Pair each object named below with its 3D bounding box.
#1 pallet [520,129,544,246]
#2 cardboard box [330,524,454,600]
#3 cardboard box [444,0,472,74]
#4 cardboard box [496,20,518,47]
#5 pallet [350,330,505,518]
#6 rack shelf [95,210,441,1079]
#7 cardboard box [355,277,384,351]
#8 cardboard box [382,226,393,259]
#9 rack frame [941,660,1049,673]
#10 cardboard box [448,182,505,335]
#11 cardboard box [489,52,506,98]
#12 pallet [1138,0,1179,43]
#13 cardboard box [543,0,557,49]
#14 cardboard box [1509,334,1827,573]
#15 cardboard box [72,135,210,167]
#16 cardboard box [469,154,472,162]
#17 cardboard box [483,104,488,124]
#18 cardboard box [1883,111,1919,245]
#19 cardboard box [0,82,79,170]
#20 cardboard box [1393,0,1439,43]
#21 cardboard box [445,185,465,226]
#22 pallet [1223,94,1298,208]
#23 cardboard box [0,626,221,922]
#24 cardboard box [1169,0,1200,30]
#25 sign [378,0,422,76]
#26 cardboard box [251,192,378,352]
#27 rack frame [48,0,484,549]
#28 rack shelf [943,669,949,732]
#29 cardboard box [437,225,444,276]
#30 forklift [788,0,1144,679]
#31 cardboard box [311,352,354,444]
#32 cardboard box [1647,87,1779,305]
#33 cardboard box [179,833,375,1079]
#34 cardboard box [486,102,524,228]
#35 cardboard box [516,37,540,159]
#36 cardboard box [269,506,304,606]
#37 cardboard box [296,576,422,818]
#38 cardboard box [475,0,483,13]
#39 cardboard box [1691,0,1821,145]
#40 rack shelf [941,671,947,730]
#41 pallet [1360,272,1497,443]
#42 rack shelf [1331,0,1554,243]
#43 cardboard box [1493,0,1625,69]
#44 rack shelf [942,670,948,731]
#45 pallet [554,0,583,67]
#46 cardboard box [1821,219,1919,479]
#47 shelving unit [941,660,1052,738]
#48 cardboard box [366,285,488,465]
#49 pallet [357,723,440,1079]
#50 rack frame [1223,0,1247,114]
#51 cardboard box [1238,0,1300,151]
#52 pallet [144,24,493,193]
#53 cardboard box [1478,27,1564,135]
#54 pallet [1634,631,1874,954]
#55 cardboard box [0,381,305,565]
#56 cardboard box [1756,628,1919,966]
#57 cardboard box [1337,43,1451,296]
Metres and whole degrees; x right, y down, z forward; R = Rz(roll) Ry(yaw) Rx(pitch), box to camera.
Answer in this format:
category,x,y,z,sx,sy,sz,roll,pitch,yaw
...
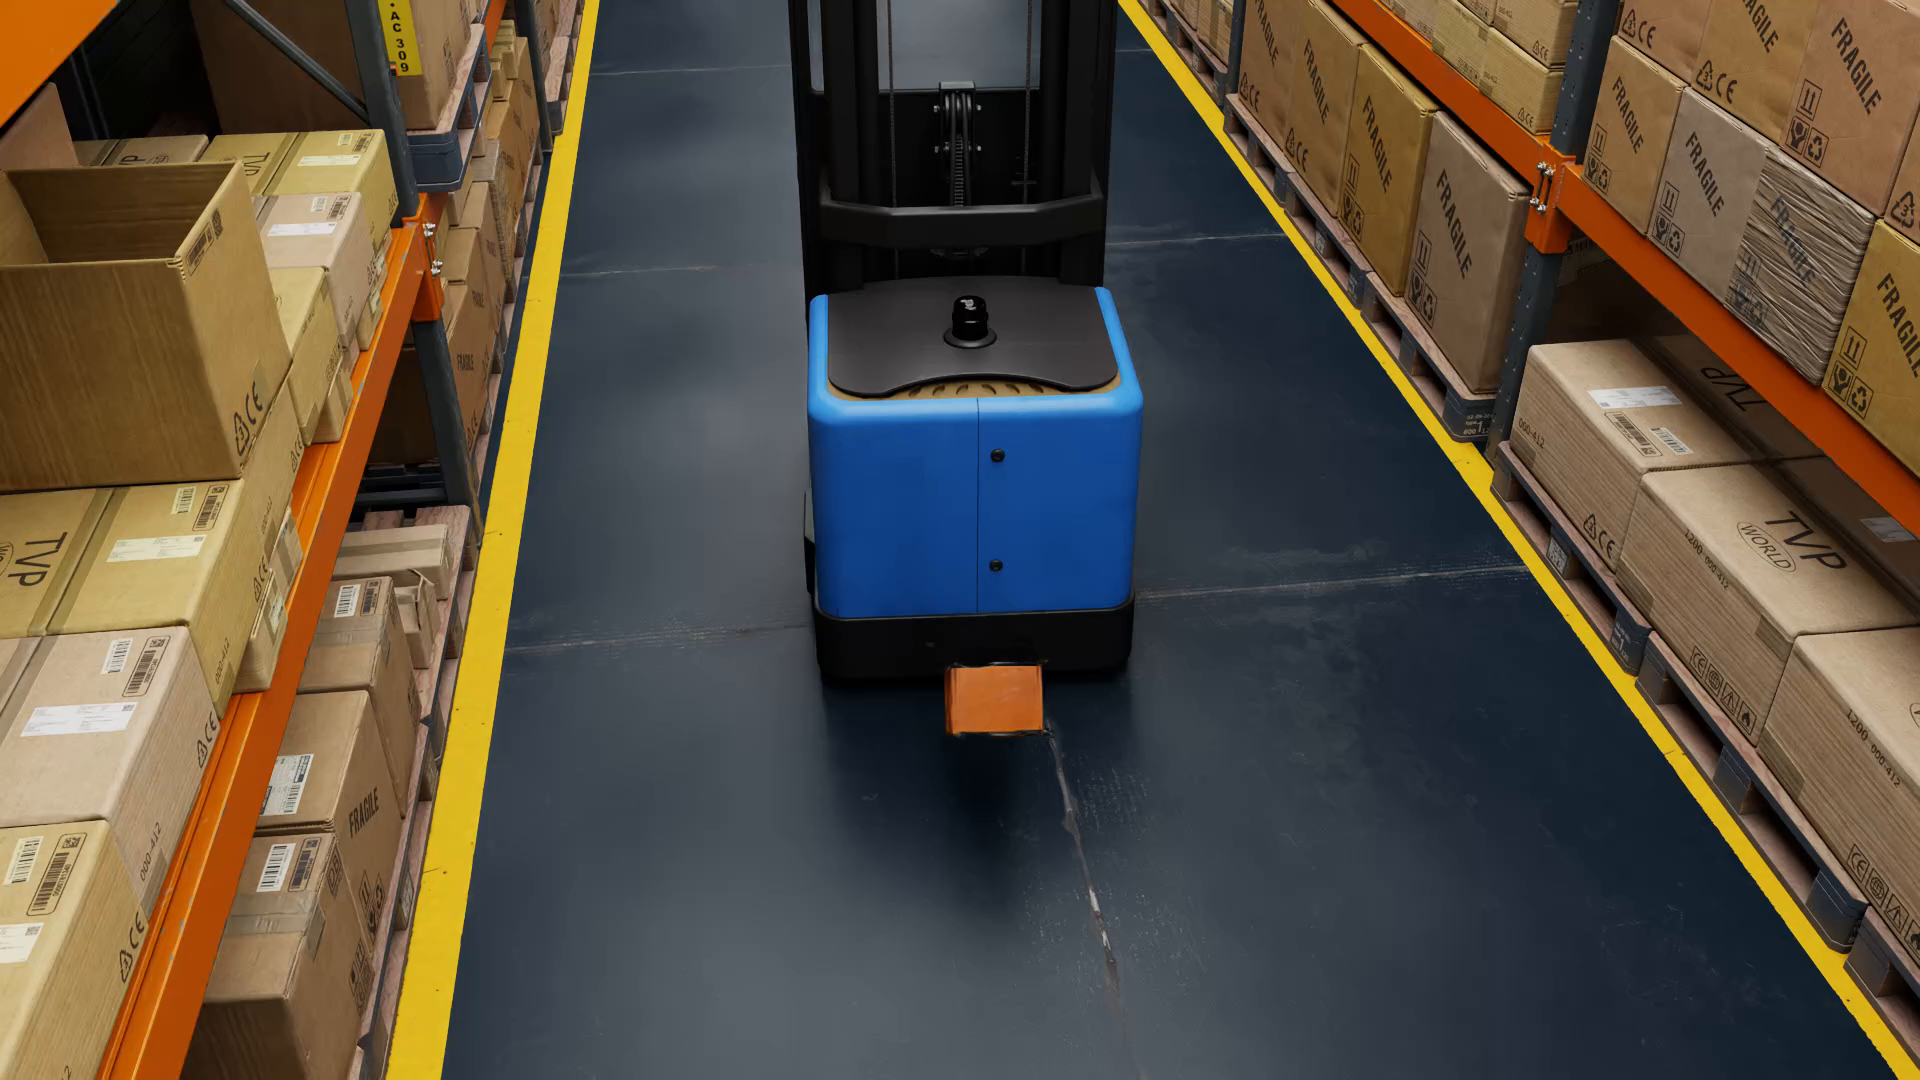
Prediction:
category,x,y,z,sx,sy,sz,roll,pitch,yaw
pallet,-2.766,-1.865,8.799,1.003,0.211,1.213,-4,35,-6
cardboard box,-1.925,0.089,5.614,0.380,0.149,0.250,-5,35,-8
cardboard box,-2.204,-1.995,6.052,0.700,0.500,0.500,-4,34,-6
cardboard box,-2.512,-2.589,8.656,0.380,0.149,0.250,-6,35,-9
pallet,-2.438,-0.503,6.801,1.003,0.211,1.213,-4,35,-6
rack shelf,-2.022,0.209,3.918,1.077,0.370,4.000,-4,35,-6
cardboard box,-1.882,-0.655,4.770,0.380,0.149,0.250,-4,34,-5
cardboard box,-1.998,-0.942,5.191,0.380,0.149,0.250,-4,34,-6
rack frame,0.082,0.365,4.772,0.240,0.006,1.200,-2,-5,-2
cardboard box,-2.277,-1.207,7.204,0.500,0.500,0.500,-5,35,-8
cardboard box,-2.452,-2.288,8.215,0.380,0.149,0.250,-5,35,-8
pallet,1.825,-3.778,11.606,1.003,0.211,1.213,-4,35,-6
cardboard box,-2.995,-3.342,10.226,0.875,0.625,0.625,-3,34,-5
cardboard box,2.605,-0.339,5.985,0.875,0.438,0.875,-5,35,-7
cardboard box,-2.492,-0.968,4.876,0.500,0.250,0.500,-5,35,-7
cardboard box,-2.378,-1.706,7.360,0.380,0.149,0.250,-4,35,-6
cardboard box,-2.428,-1.998,7.790,0.380,0.149,0.250,-5,35,-7
cardboard box,2.636,-0.902,3.933,0.500,0.500,0.500,-5,35,-7
cardboard box,-2.354,-0.724,3.852,0.500,0.500,0.500,-5,35,-8
cardboard box,2.201,-2.319,7.122,0.500,0.250,0.500,-5,35,-8
cardboard box,-2.282,-1.418,6.939,0.380,0.149,0.250,-4,35,-6
pallet,2.121,-2.216,9.315,1.003,0.211,1.213,-4,35,-6
cardboard box,-1.615,0.412,2.851,0.500,0.250,0.500,-4,34,-6
cardboard box,1.916,-3.629,10.872,0.950,0.372,0.625,-5,35,-7
sign,-1.754,-1.607,5.176,0.100,0.325,0.005,-4,35,-6
cardboard box,-1.899,-0.721,4.513,0.500,0.250,0.500,-4,35,-6
rack frame,-2.291,-1.204,5.353,1.000,3.000,0.127,-4,35,-6
rack shelf,0.083,0.460,4.808,0.258,0.180,0.103,-2,-5,-2
cardboard box,-2.235,-1.124,6.507,0.380,0.149,0.250,-6,35,-9
forklift,-0.039,-1.562,5.940,1.130,2.935,3.031,-2,34,-3
cardboard box,-1.812,-0.366,4.346,0.380,0.149,0.250,-5,35,-7
cardboard box,2.494,-1.061,5.054,0.500,0.500,0.500,-4,34,-6
cardboard box,-1.818,1.059,3.879,0.700,0.500,0.500,-3,34,-4
cardboard box,-2.429,-1.785,8.053,0.500,0.500,0.500,-3,34,-4
cardboard box,-2.559,-2.357,8.892,0.500,0.500,0.500,-3,34,-5
cardboard box,-1.705,0.059,3.722,0.380,0.149,0.250,-4,34,-5
cardboard box,-1.957,0.480,4.729,0.700,0.500,0.500,-6,35,-8
cardboard box,-2.310,-2.433,6.695,0.700,0.500,0.500,-5,35,-7
cardboard box,2.513,-1.470,4.767,0.500,0.500,0.500,-5,35,-7
rack shelf,0.074,0.483,5.047,0.258,0.180,0.103,-2,-5,-2
pallet,2.449,-0.855,7.317,1.003,0.211,1.213,-4,35,-6
rack shelf,2.358,-2.401,7.748,1.077,0.370,4.000,-4,35,-6
cardboard box,2.327,-1.954,6.144,0.500,0.250,0.500,-4,35,-6
rack shelf,0.078,0.472,4.927,0.258,0.180,0.103,-2,-5,-2
pallet,-3.062,-3.426,11.089,1.003,0.211,1.213,-4,35,-6
cardboard box,2.624,-0.495,4.224,0.500,0.500,0.500,-3,34,-5
shelving unit,0.085,0.456,4.764,0.258,0.189,1.200,-2,-5,-2
cardboard box,-2.133,-0.632,6.360,0.500,0.500,0.500,-3,34,-4
pallet,-2.032,1.014,4.575,1.003,0.211,1.213,-4,35,-6
rack frame,2.089,-3.814,9.184,1.000,3.000,0.127,-4,35,-6
cardboard box,2.100,-2.718,9.089,0.875,0.875,0.875,-5,35,-7
pallet,-2.290,-1.579,6.074,1.003,0.211,1.213,-4,35,-6
cardboard box,2.317,-1.751,6.290,0.500,0.250,0.500,-5,35,-8
pallet,2.819,0.683,5.061,1.003,0.211,1.213,-4,35,-6
cardboard box,-1.776,-0.154,3.682,0.500,0.250,0.500,-5,35,-8
cardboard box,2.846,0.664,4.514,0.875,0.438,0.875,-3,34,-5
cardboard box,2.335,-1.721,7.626,0.875,0.875,0.875,-3,34,-5
